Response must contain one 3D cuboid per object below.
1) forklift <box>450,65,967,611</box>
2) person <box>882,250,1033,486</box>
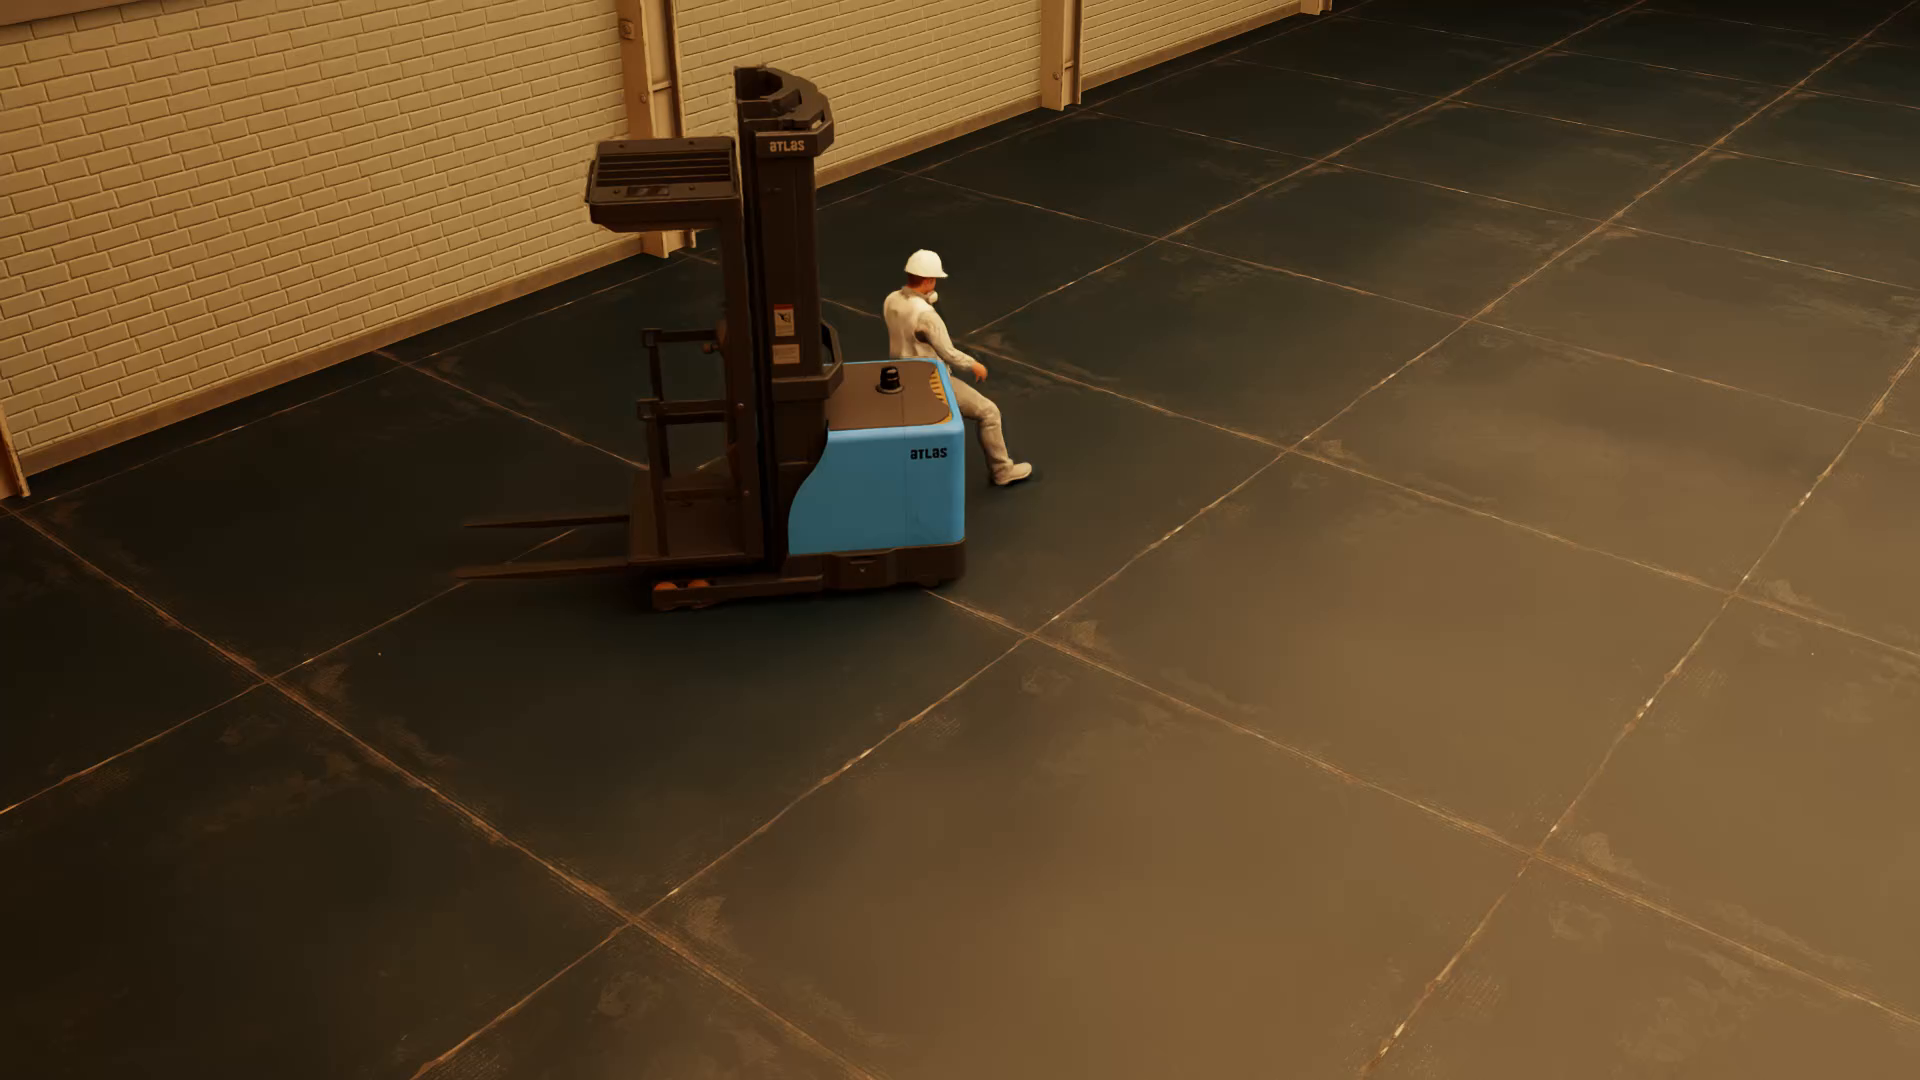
[{"bbox_3d":[-1.520,-1.133,9.533,3.031,2.935,1.130,-4,31,-7],"label":"forklift"},{"bbox_3d":[-0.170,-1.144,10.946,0.970,1.640,1.018,-19,35,-30],"label":"person"}]
